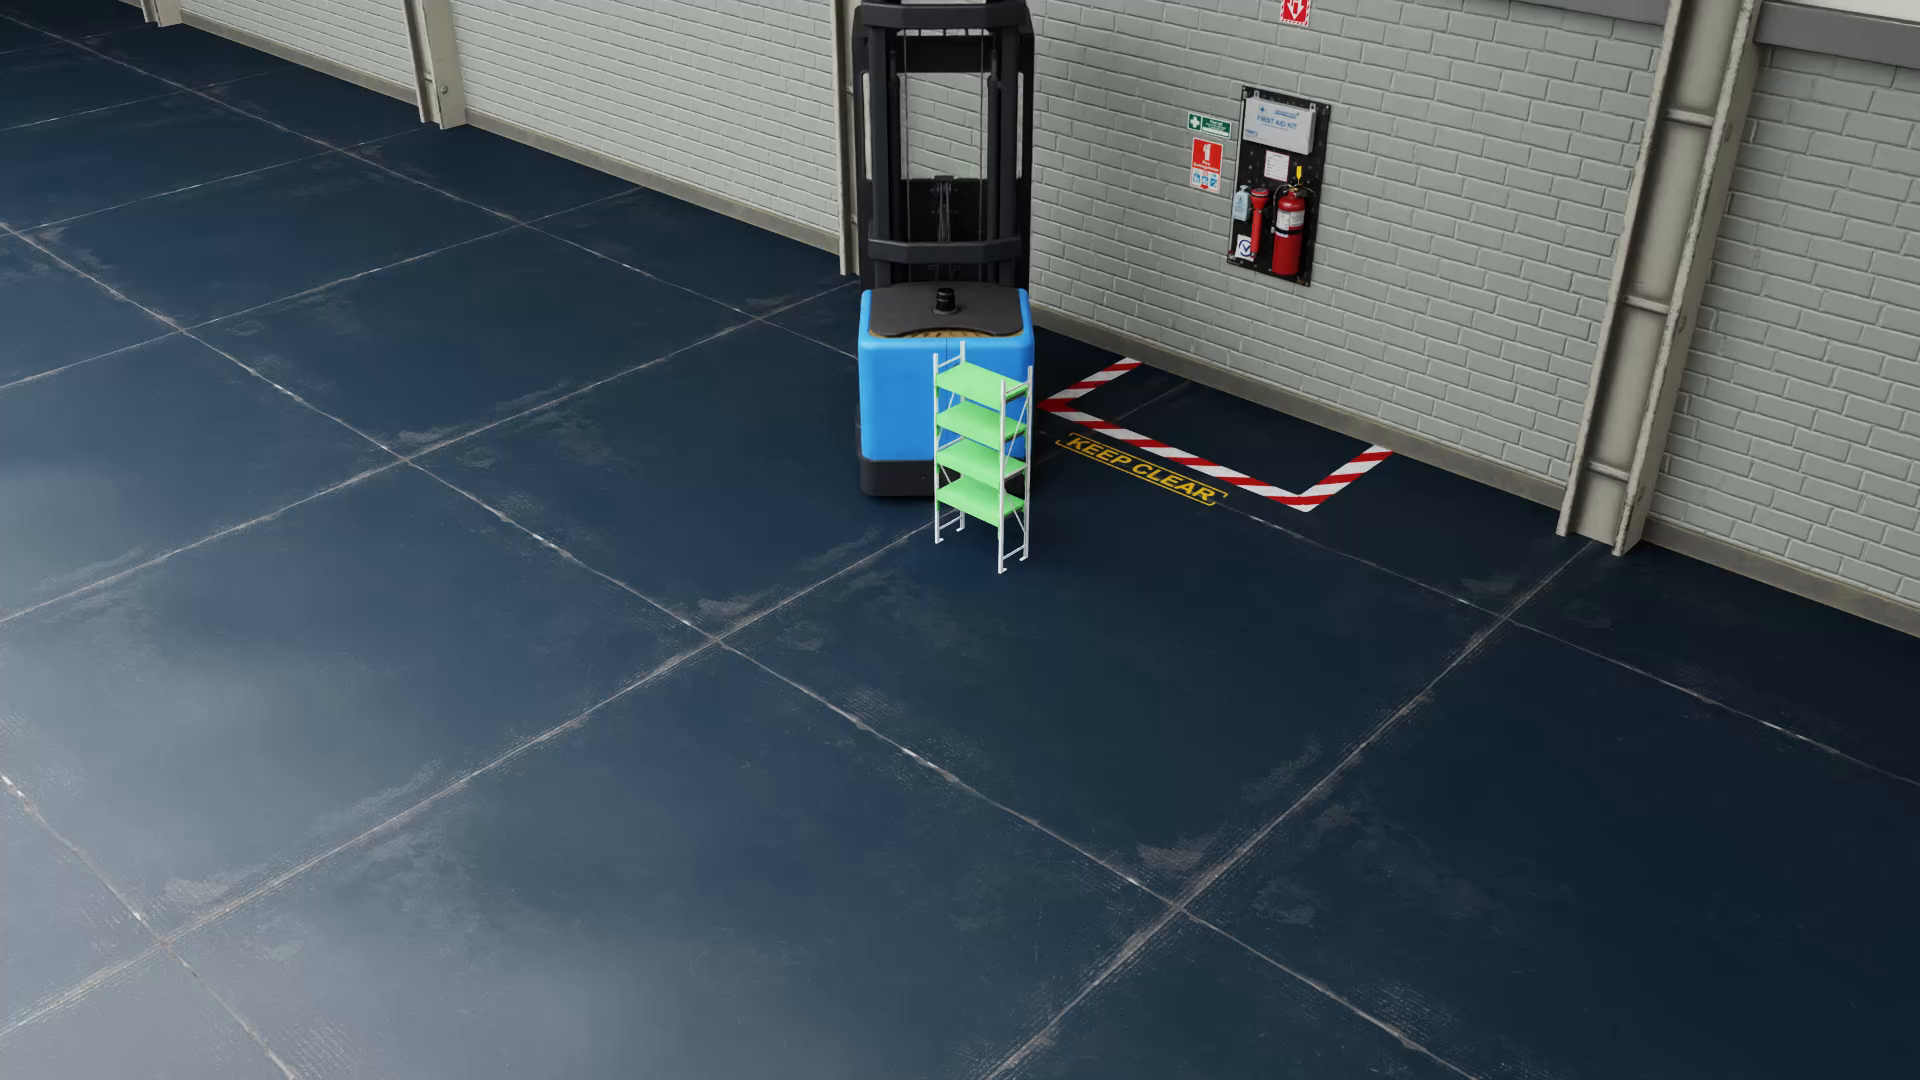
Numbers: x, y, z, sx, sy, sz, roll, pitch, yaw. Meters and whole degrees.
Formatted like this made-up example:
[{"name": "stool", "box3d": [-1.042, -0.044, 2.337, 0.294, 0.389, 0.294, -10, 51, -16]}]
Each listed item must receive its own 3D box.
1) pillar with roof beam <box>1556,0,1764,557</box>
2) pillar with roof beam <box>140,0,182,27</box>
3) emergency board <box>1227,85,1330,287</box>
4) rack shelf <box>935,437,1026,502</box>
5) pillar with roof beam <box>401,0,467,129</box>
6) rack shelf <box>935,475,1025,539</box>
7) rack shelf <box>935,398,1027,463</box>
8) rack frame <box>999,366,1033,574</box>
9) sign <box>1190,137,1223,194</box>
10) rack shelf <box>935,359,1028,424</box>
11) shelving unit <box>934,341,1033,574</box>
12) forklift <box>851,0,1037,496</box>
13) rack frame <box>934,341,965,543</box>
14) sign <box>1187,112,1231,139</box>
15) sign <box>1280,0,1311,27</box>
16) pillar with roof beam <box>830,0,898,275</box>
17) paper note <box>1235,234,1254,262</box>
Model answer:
[{"name": "pillar with roof beam", "box3d": [0.856, -2.239, 4.688, 0.400, 9.000, 9.100, 25, 39, 35]}, {"name": "pillar with roof beam", "box3d": [-12.490, -8.468, 15.036, 0.400, 9.000, 9.100, 25, 39, 35]}, {"name": "emergency board", "box3d": [1.938, -2.184, 10.415, 0.643, 1.169, 0.194, 25, 39, 35]}, {"name": "rack shelf", "box3d": [0.123, -0.402, 9.323, 0.480, 0.148, 0.258, 25, 39, 35]}, {"name": "pillar with roof beam", "box3d": [-8.041, -6.392, 11.587, 0.400, 9.000, 9.100, 25, 39, 35]}, {"name": "rack shelf", "box3d": [0.123, -0.196, 9.447, 0.480, 0.148, 0.258, 25, 39, 35]}, {"name": "rack shelf", "box3d": [0.123, -0.608, 9.199, 0.480, 0.148, 0.258, 25, 39, 35]}, {"name": "rack frame", "box3d": [0.304, -0.372, 9.150, 0.015, 1.200, 0.240, 25, 39, 35]}, {"name": "sign", "box3d": [1.597, -2.430, 10.789, 0.234, 0.329, 0.001, 25, 39, 35]}, {"name": "rack shelf", "box3d": [0.123, -0.813, 9.075, 0.480, 0.148, 0.258, 25, 39, 35]}, {"name": "shelving unit", "box3d": [0.123, -0.457, 9.290, 0.503, 1.200, 0.258, 25, 39, 35]}, {"name": "forklift", "box3d": [-0.106, -2.241, 10.576, 1.130, 2.935, 3.031, -1, 31, -1]}, {"name": "rack frame", "box3d": [-0.058, -0.541, 9.430, 0.015, 1.200, 0.240, 25, 39, 35]}, {"name": "sign", "box3d": [1.595, -2.653, 10.644, 0.331, 0.109, 0.001, 25, 39, 35]}, {"name": "sign", "box3d": [1.999, -3.218, 9.885, 0.199, 0.298, 0.001, 25, 39, 35]}, {"name": "pillar with roof beam", "box3d": [-3.593, -4.315, 8.137, 0.400, 9.000, 9.100, 25, 39, 35]}, {"name": "paper note", "box3d": [1.853, -1.895, 10.788, 0.142, 0.148, 0.016, 25, 39, 35]}]
